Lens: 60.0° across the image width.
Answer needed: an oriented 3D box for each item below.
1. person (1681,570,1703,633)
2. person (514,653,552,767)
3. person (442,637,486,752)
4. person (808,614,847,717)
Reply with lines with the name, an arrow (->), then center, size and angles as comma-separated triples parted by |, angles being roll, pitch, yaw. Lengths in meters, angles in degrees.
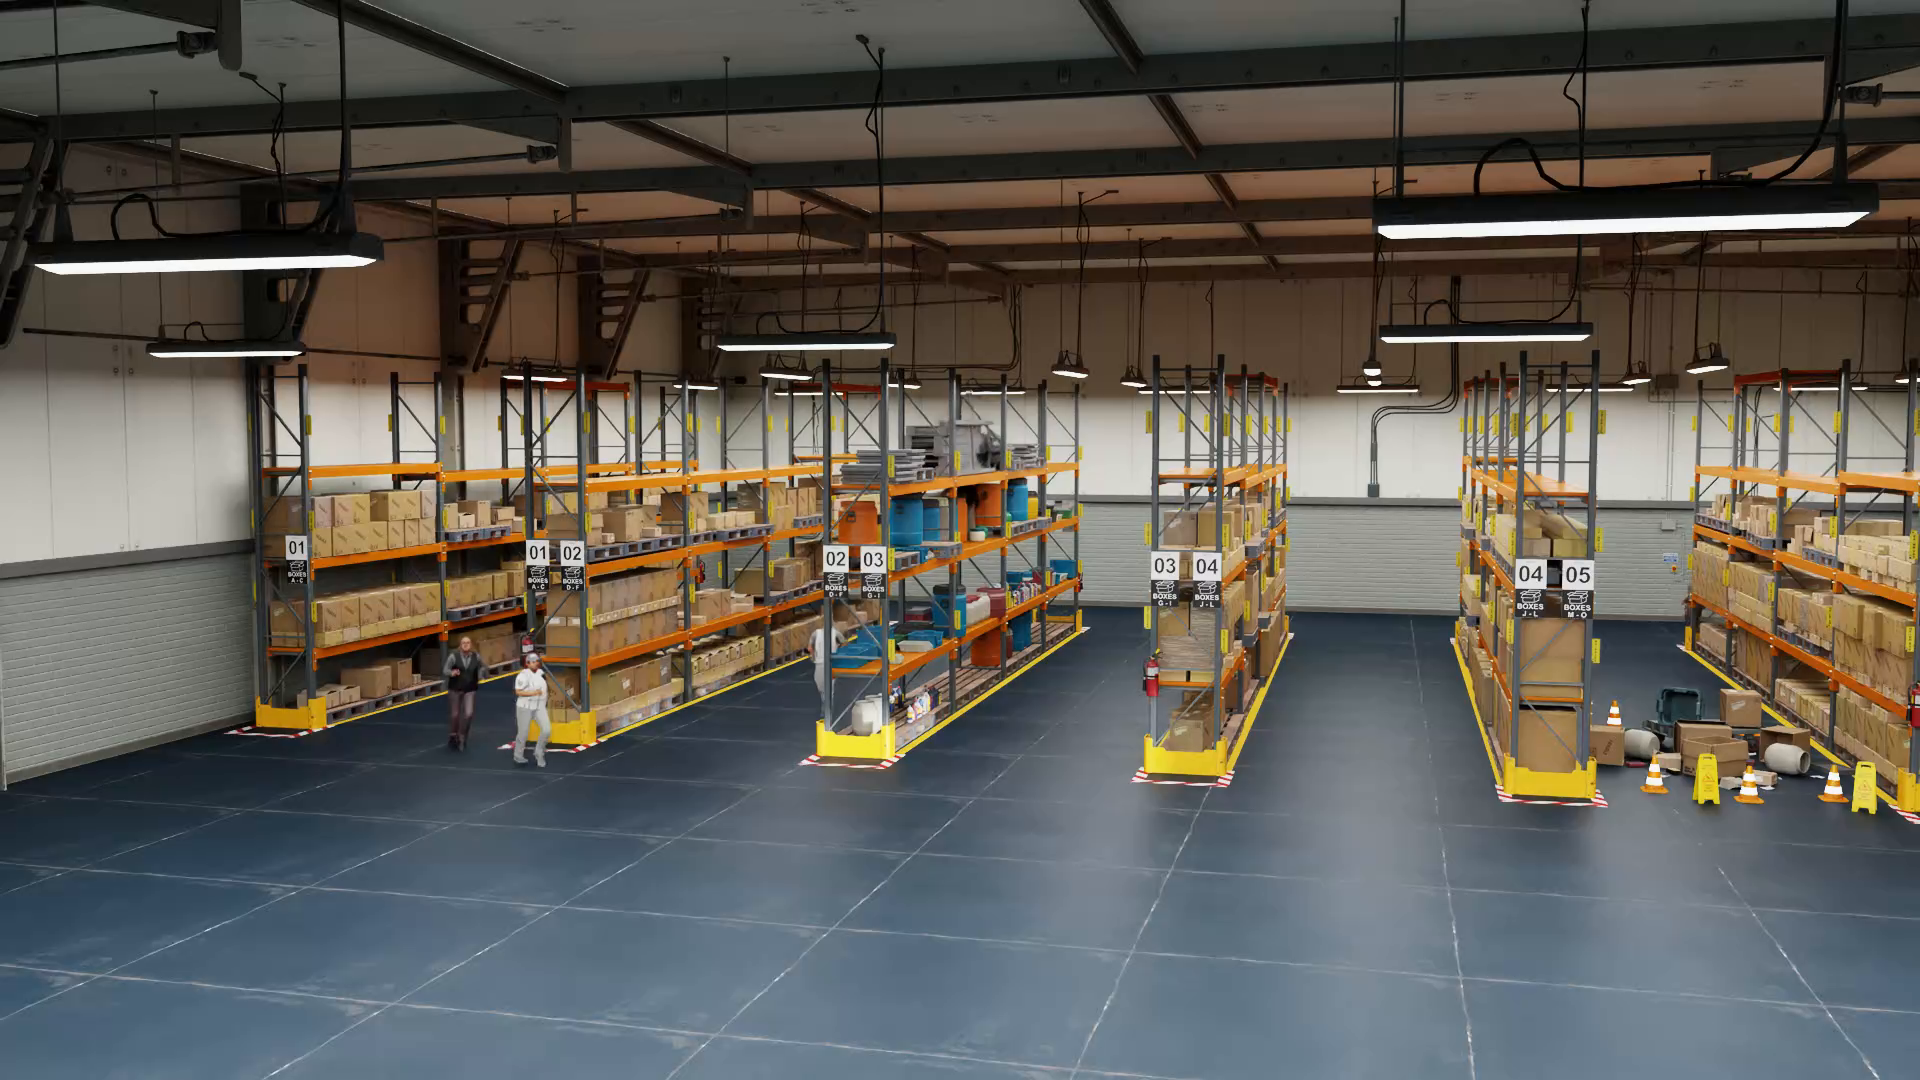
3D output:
person -> 16.909, 1.513, 38.244 | 0.598, 1.723, 0.744 | 2, 5, 31
person -> -6.254, 2.507, 24.416 | 0.619, 1.702, 0.694 | -4, 5, -43
person -> -7.672, 2.385, 25.758 | 0.657, 1.779, 0.740 | -1, 4, -17
person -> -2.293, 2.132, 28.589 | 0.667, 1.762, 0.860 | 0, 4, 3
